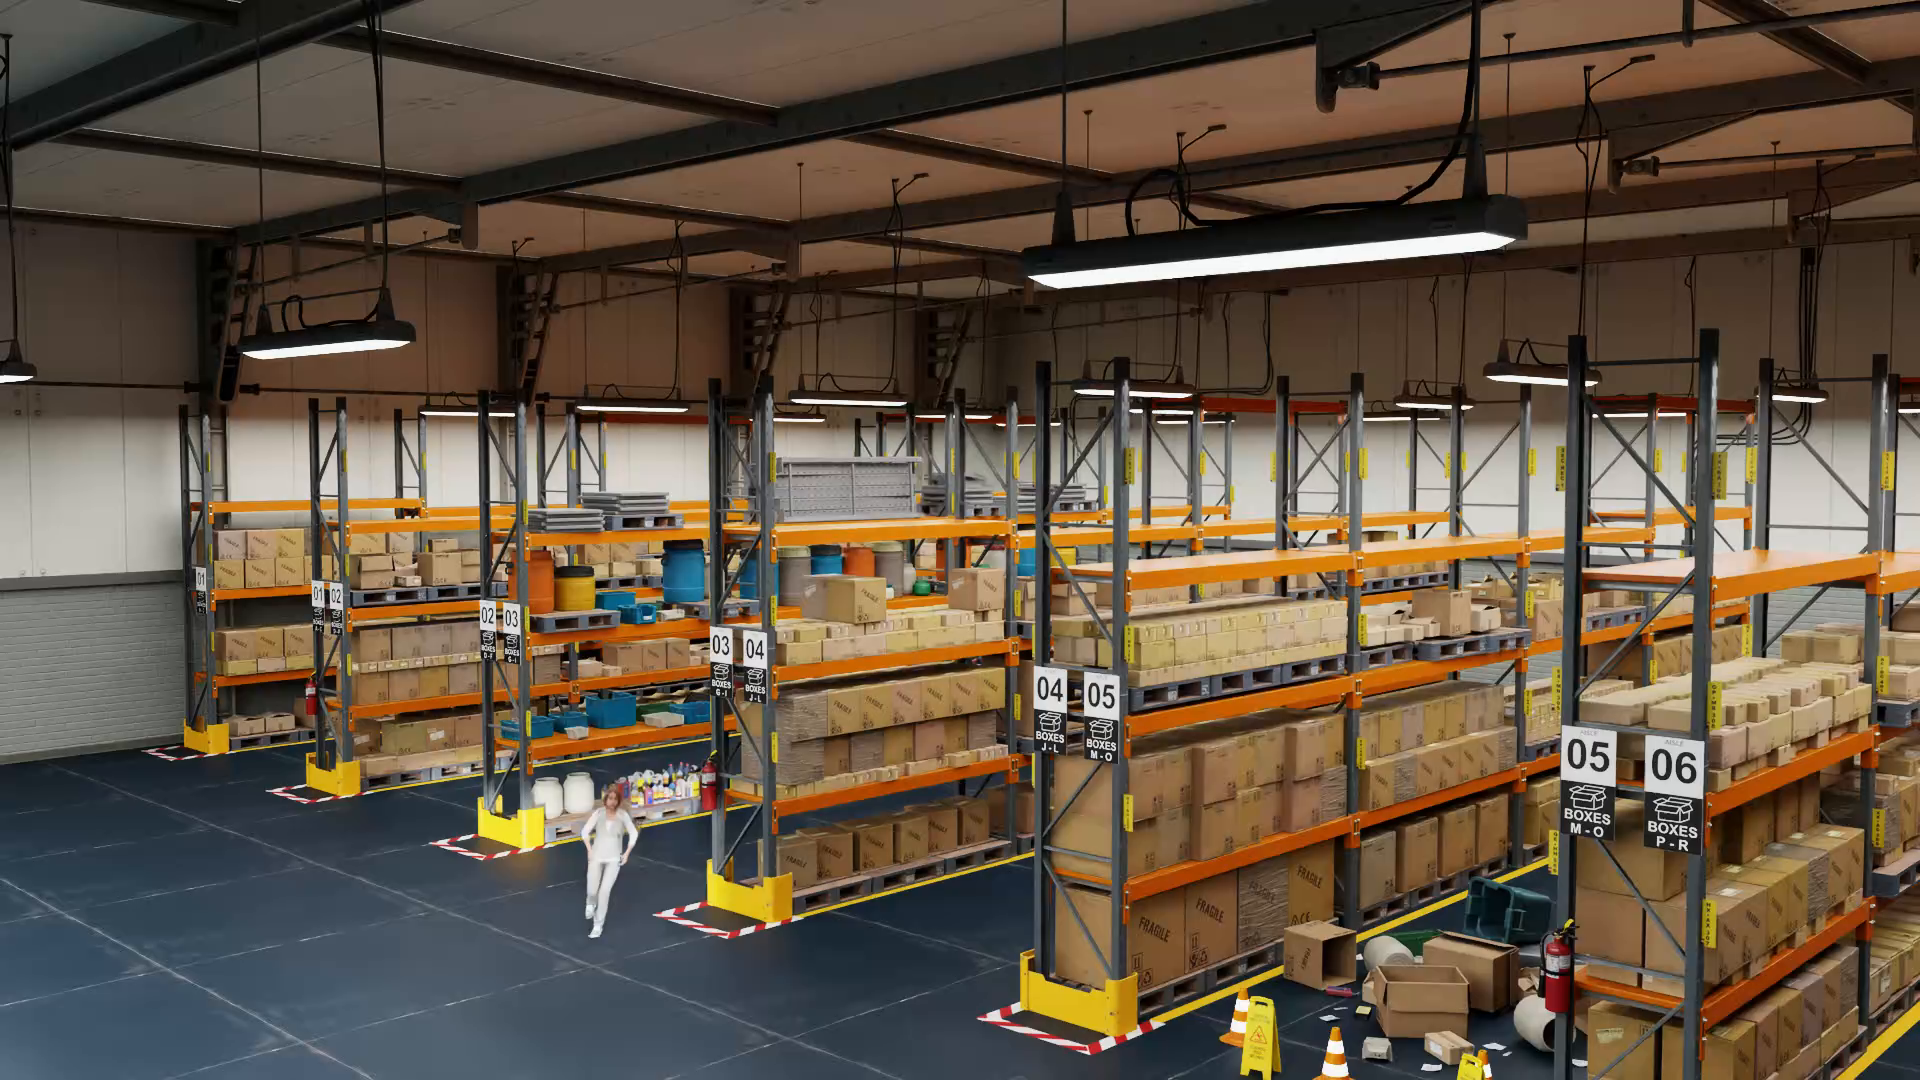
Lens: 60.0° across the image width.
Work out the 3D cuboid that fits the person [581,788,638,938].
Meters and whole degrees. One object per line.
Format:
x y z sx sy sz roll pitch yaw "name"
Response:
-3.784 3.447 17.969 0.603 1.565 0.624 0 3 -9 "person"
